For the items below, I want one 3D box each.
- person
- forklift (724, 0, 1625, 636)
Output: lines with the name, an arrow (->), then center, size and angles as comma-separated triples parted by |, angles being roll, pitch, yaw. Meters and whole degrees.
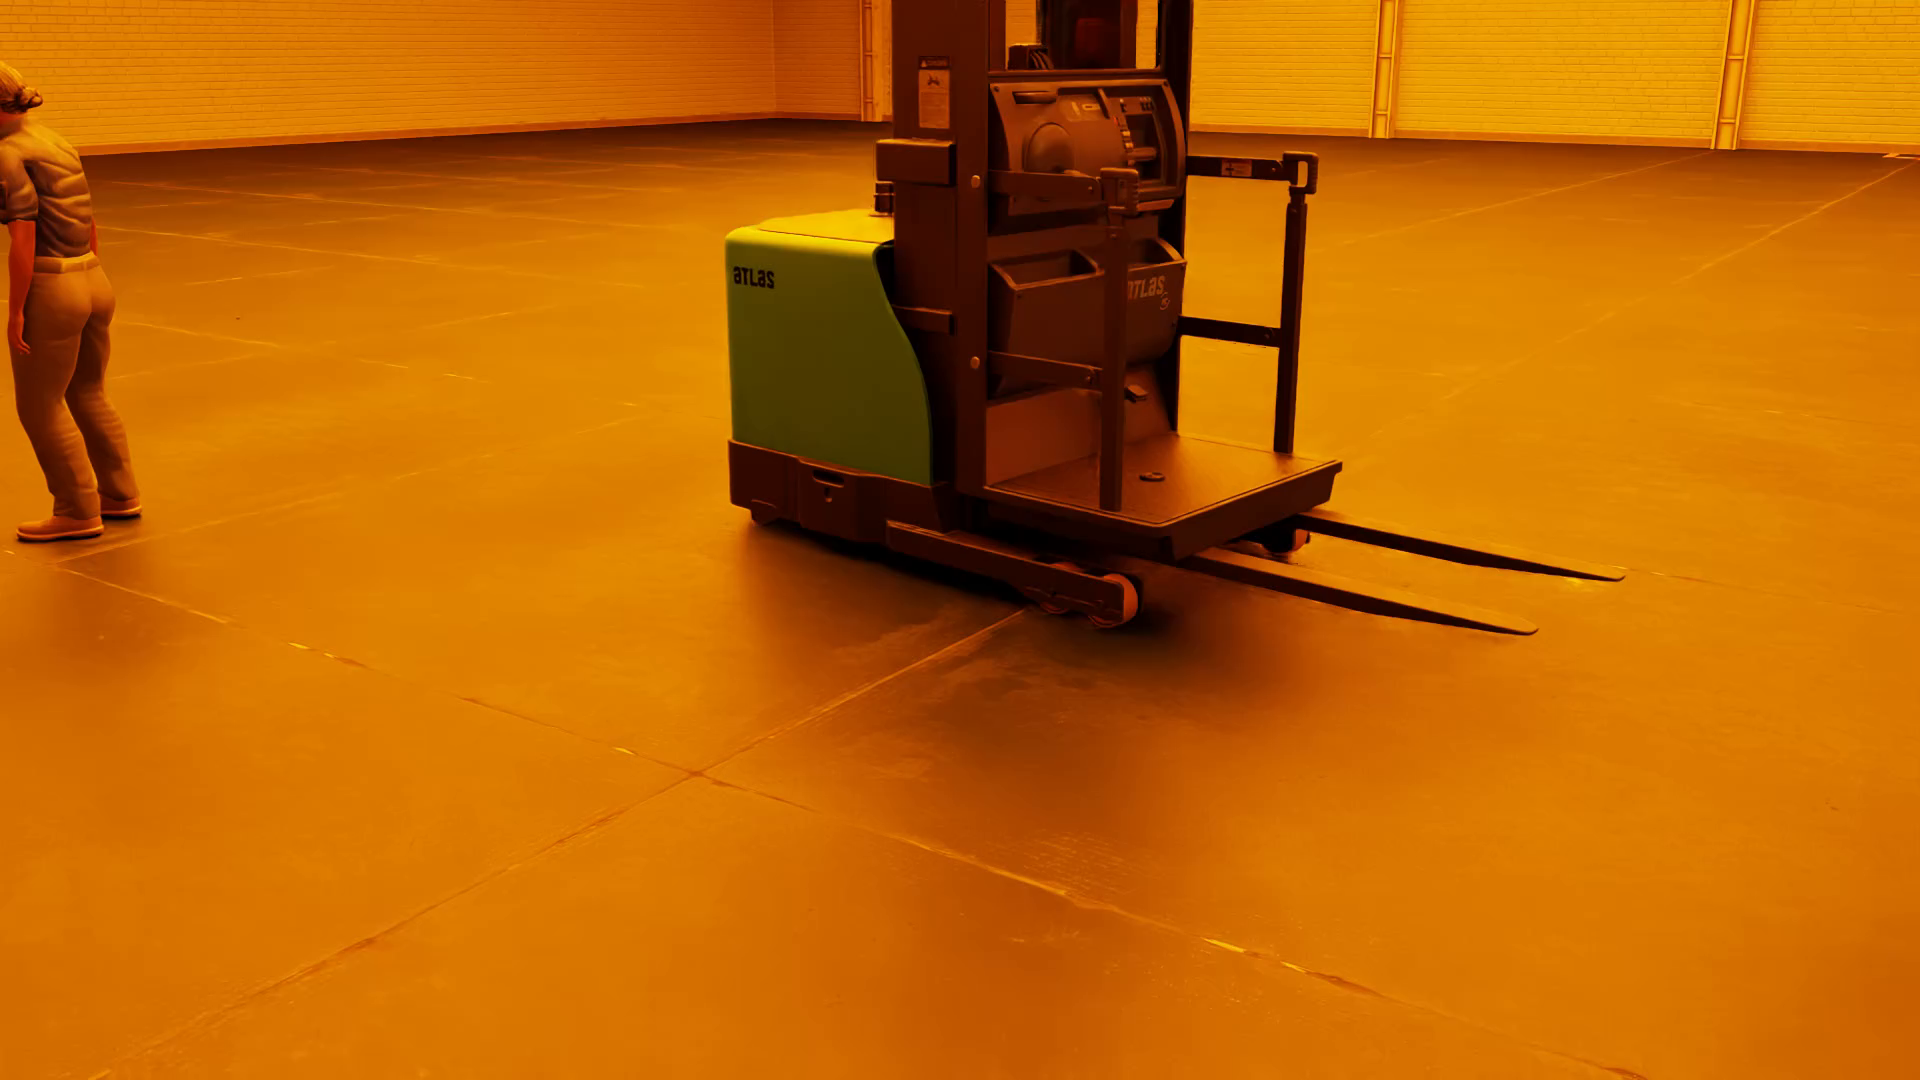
person -> -3.204, -0.839, 5.873 | 0.349, 1.654, 0.507 | 1, 17, 3
forklift -> 0.580, -1.305, 5.195 | 3.031, 2.935, 1.130 | 14, 22, 40
